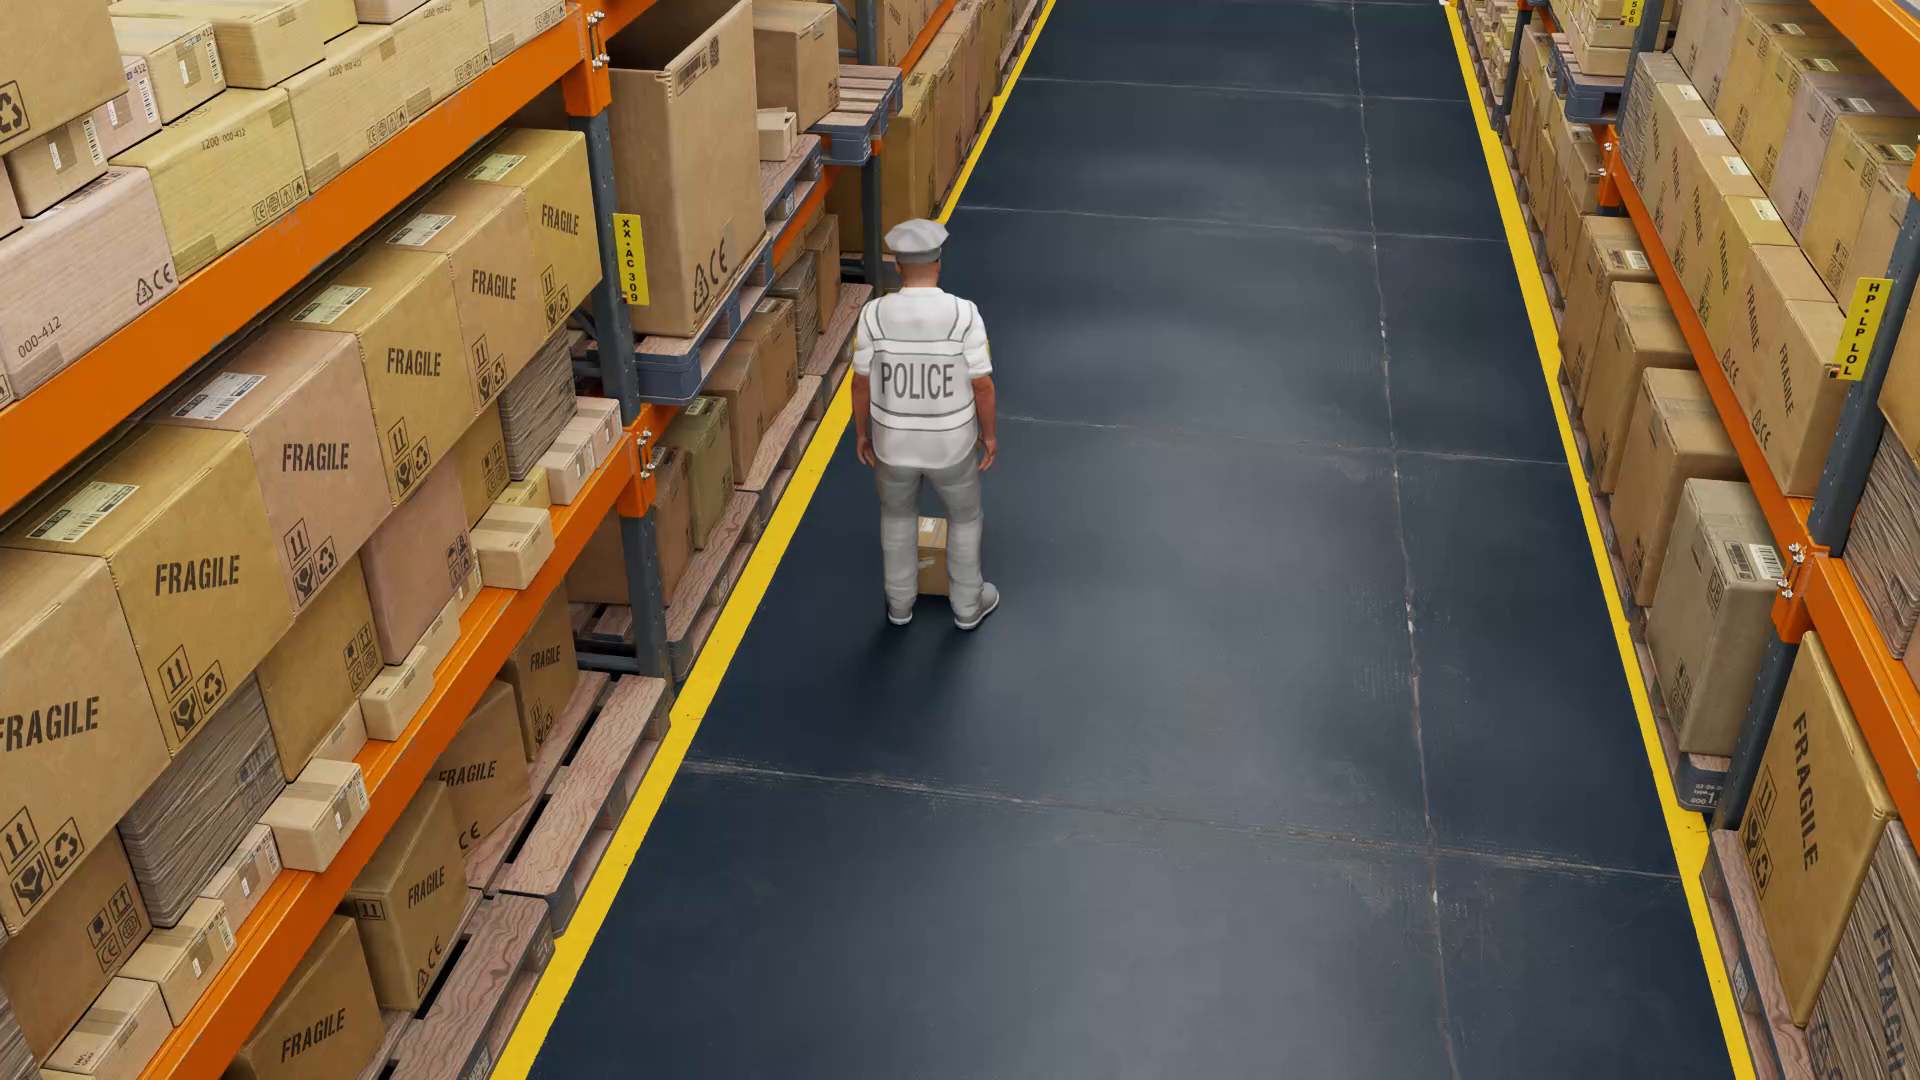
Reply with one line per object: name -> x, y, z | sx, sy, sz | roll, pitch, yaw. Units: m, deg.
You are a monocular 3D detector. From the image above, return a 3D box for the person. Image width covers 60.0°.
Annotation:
person -> -0.140, -0.415, 6.789 | 0.598, 1.747, 0.437 | 3, 32, 5
